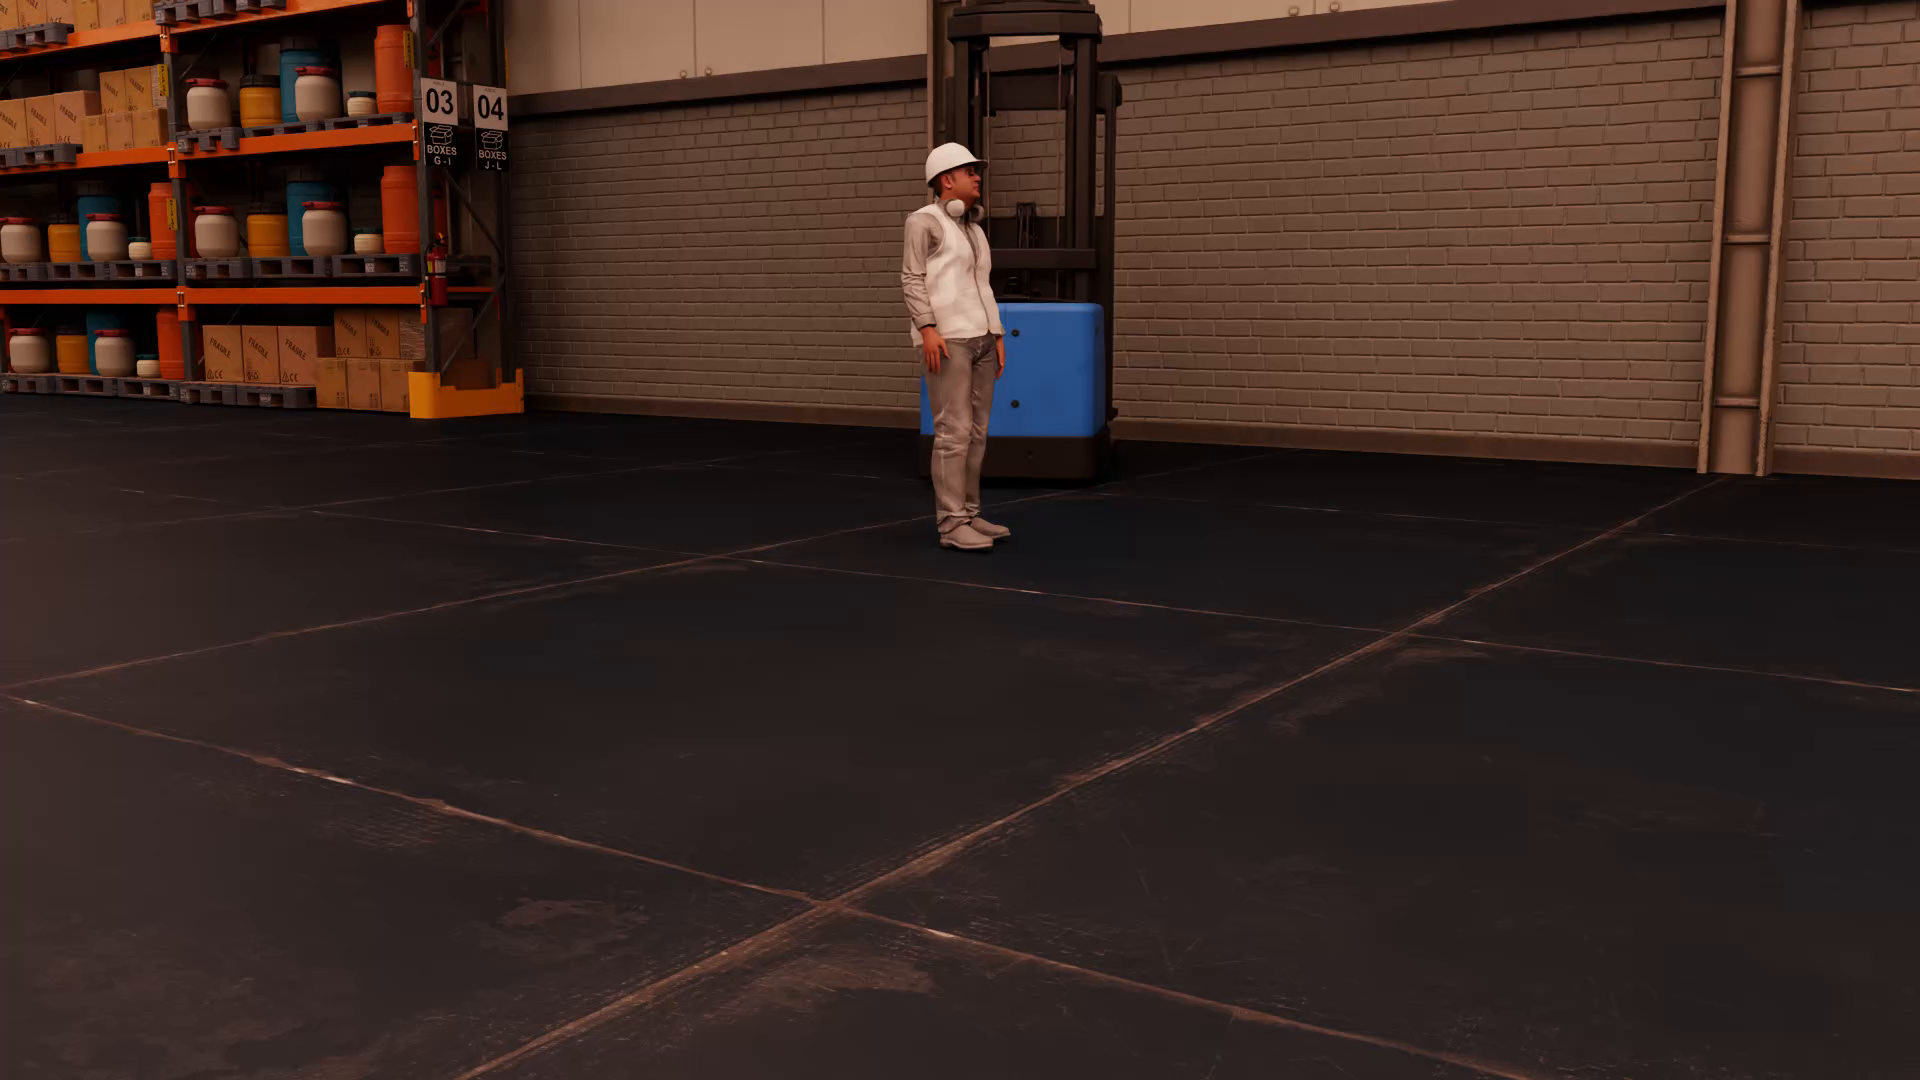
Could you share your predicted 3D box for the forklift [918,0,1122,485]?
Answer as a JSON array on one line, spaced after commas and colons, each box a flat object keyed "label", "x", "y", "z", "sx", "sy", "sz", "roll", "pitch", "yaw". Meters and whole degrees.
[{"label": "forklift", "x": 0.484, "y": -1.952, "z": 10.921, "sx": 1.130, "sy": 2.935, "sz": 3.031, "roll": 1, "pitch": 8, "yaw": 8}]

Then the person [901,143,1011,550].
[{"label": "person", "x": 0.047, "y": -0.880, "z": 7.437, "sx": 0.568, "sy": 1.773, "sz": 0.632, "roll": 5, "pitch": 10, "yaw": 34}]
